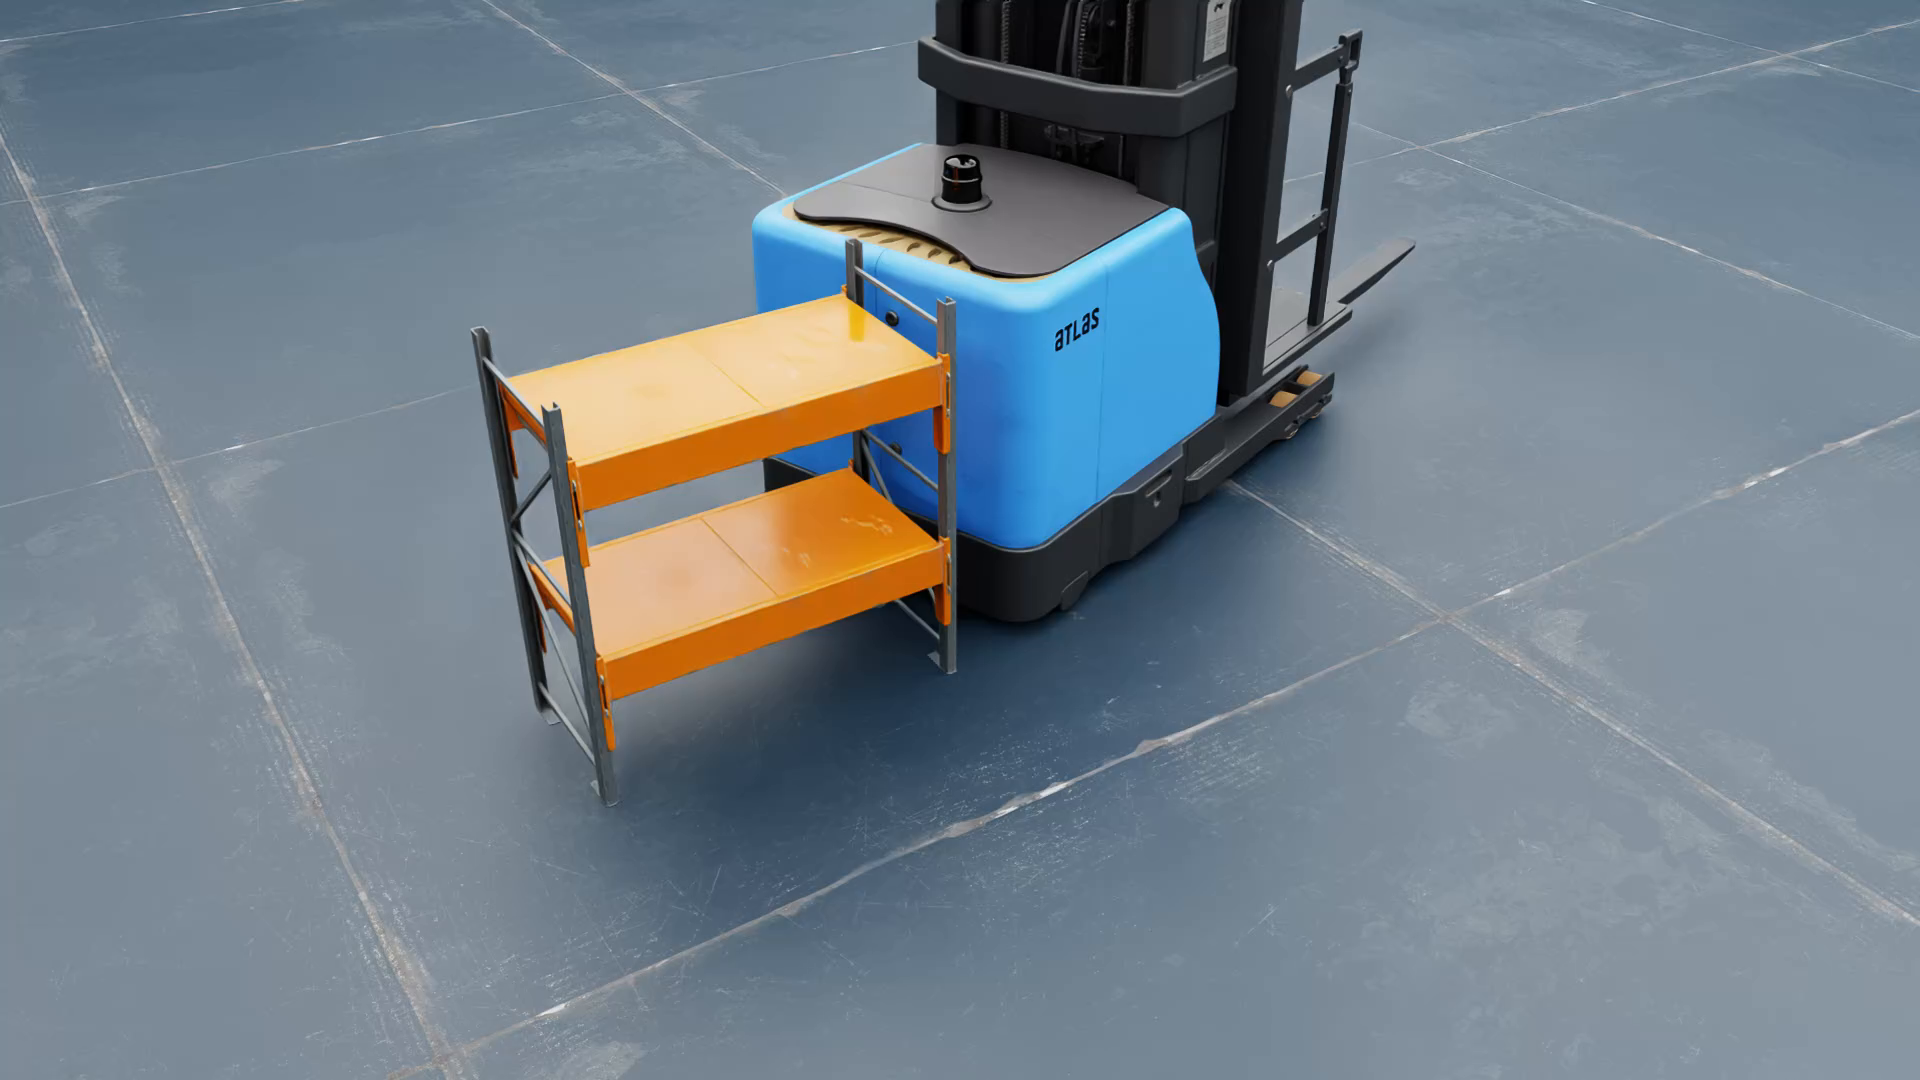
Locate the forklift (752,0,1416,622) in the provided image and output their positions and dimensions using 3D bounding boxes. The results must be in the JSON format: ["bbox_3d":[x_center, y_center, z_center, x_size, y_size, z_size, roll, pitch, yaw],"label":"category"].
[{"bbox_3d":[0.678,-1.733,5.251,1.130,2.935,3.031,22,38,31],"label":"forklift"}]

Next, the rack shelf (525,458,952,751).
[{"bbox_3d":[-0.584,0.143,4.428,1.000,0.278,0.538,-19,37,-27],"label":"rack shelf"}]

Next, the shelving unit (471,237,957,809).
[{"bbox_3d":[-0.584,-0.064,4.298,1.048,1.125,0.538,-19,37,-27],"label":"shelving unit"}]

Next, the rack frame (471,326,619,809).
[{"bbox_3d":[-1.010,0.083,4.063,0.032,1.125,0.500,-19,37,-27],"label":"rack frame"}]

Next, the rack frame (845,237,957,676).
[{"bbox_3d":[-0.157,-0.212,4.532,0.032,1.125,0.500,-19,37,-27],"label":"rack frame"}]

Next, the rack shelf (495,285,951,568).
[{"bbox_3d":[-0.584,-0.312,4.141,1.000,0.278,0.538,-19,37,-27],"label":"rack shelf"}]
